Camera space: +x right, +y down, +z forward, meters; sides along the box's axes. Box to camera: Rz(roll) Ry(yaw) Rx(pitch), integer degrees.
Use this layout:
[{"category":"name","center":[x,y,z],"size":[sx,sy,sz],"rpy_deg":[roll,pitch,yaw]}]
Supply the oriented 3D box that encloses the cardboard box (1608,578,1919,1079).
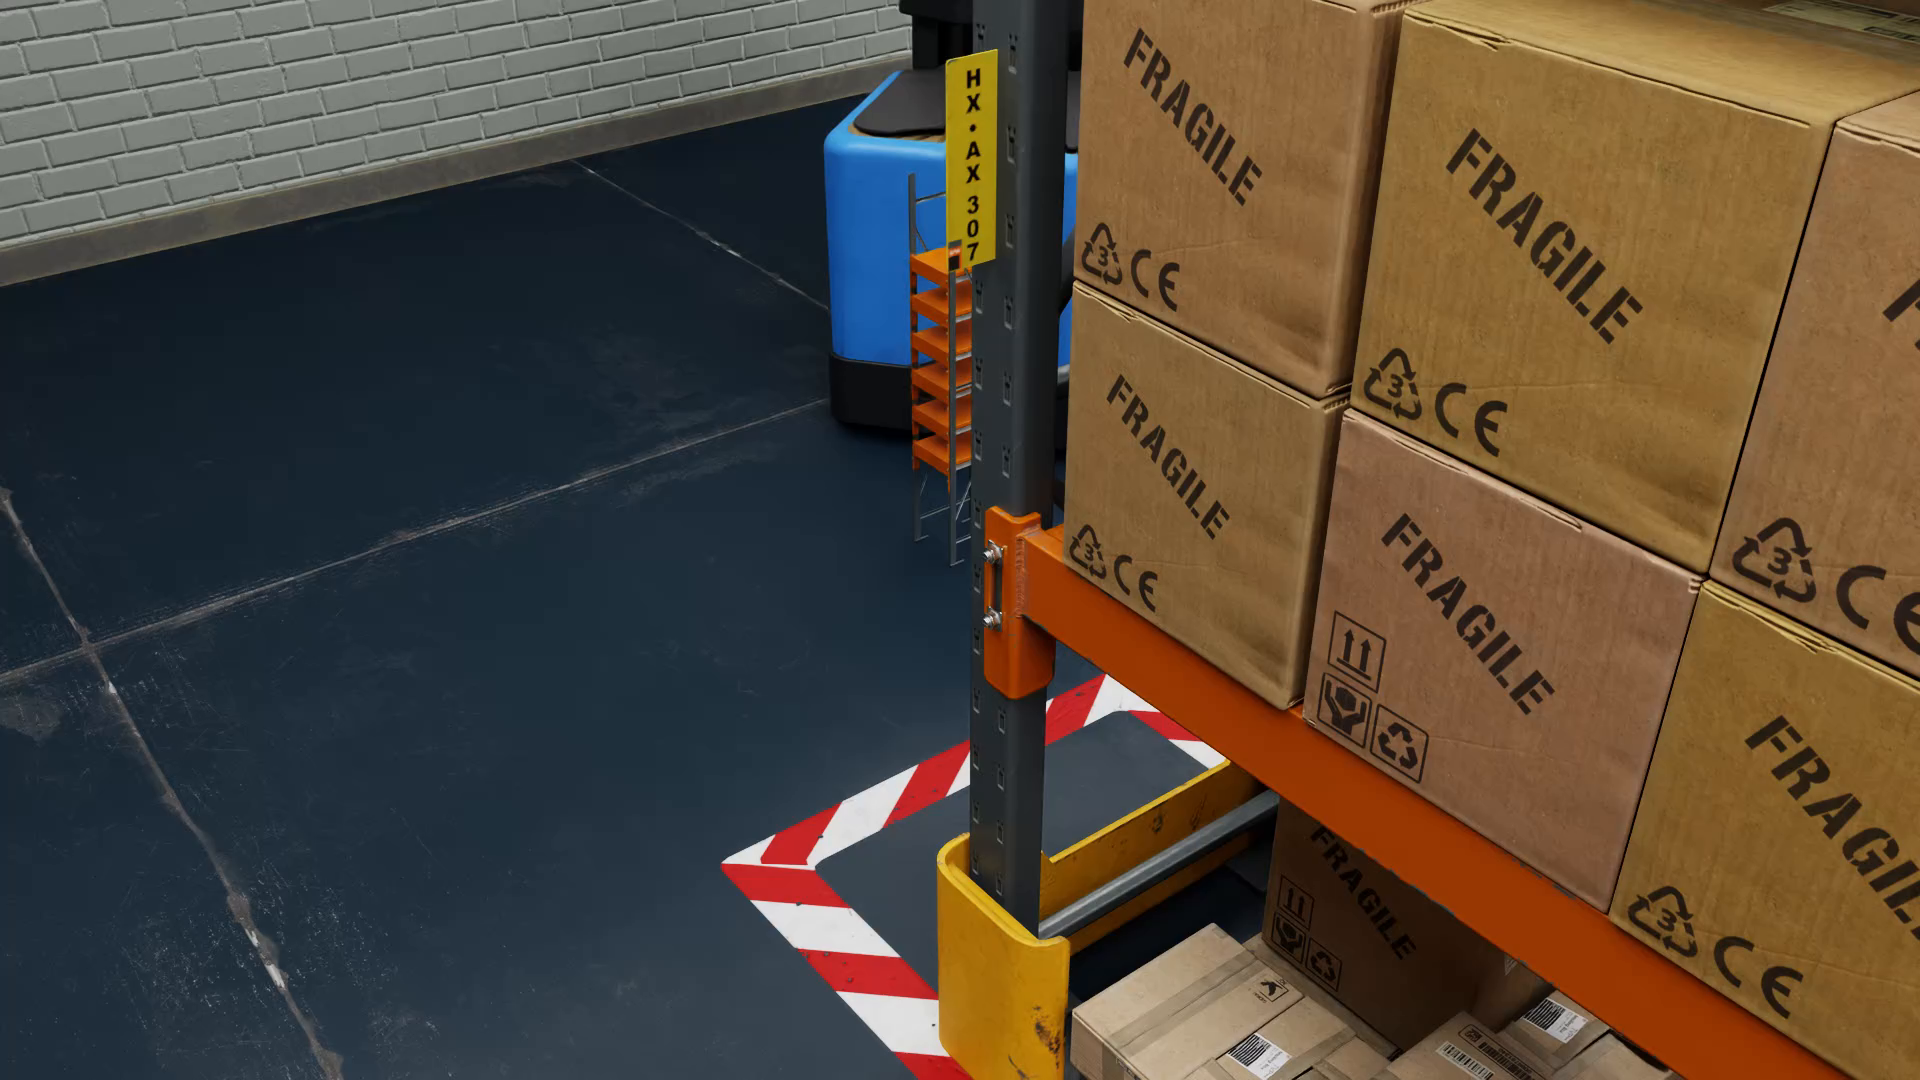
[{"category":"cardboard box","center":[1.138,0.278,1.865],"size":[0.500,0.500,0.500],"rpy_deg":[-22,38,-32]}]

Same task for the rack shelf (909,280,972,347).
[{"category":"rack shelf","center":[0.009,-0.670,4.821],"size":[0.258,0.103,0.180],"rpy_deg":[-22,38,-31]}]

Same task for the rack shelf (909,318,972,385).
[{"category":"rack shelf","center":[0.009,-0.568,4.884],"size":[0.258,0.103,0.180],"rpy_deg":[-22,38,-31]}]

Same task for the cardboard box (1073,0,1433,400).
[{"category":"cardboard box","center":[0.512,-0.571,2.283],"size":[0.500,0.500,0.500],"rpy_deg":[-21,38,-30]}]

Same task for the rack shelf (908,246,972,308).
[{"category":"rack shelf","center":[0.009,-0.772,4.757],"size":[0.258,0.103,0.180],"rpy_deg":[-22,38,-31]}]

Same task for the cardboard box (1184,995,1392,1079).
[{"category":"cardboard box","center":[0.587,1.033,3.012],"size":[0.380,0.166,0.250],"rpy_deg":[-22,38,-31]}]

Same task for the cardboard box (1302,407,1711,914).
[{"category":"cardboard box","center":[0.833,0.067,2.204],"size":[0.500,0.500,0.500],"rpy_deg":[-23,38,-32]}]

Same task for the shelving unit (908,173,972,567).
[{"category":"shelving unit","center":[0.009,-0.504,4.924],"size":[0.258,1.200,0.189],"rpy_deg":[-22,38,-31]}]

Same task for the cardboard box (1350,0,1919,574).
[{"category":"cardboard box","center":[0.839,-0.355,1.937],"size":[0.500,0.500,0.500],"rpy_deg":[-22,38,-31]}]

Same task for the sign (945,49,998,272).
[{"category":"sign","center":[0.020,-0.566,2.497],"size":[0.100,0.325,0.005],"rpy_deg":[-22,38,-31]}]

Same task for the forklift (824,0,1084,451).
[{"category":"forklift","center":[0.422,-2.302,6.178],"size":[1.130,2.935,3.031],"rpy_deg":[8,33,13]}]

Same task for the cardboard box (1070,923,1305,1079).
[{"category":"cardboard box","center":[0.434,0.936,3.185],"size":[0.380,0.149,0.250],"rpy_deg":[-22,38,-31]}]

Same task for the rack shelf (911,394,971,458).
[{"category":"rack shelf","center":[0.009,-0.364,5.010],"size":[0.258,0.103,0.180],"rpy_deg":[-22,38,-31]}]

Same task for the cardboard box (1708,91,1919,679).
[{"category":"cardboard box","center":[1.142,-0.145,1.598],"size":[0.500,0.500,0.500],"rpy_deg":[-22,38,-31]}]

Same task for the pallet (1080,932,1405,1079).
[{"category":"pallet","center":[0.985,1.175,3.159],"size":[1.003,0.211,1.213],"rpy_deg":[-22,38,-31]}]

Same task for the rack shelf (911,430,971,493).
[{"category":"rack shelf","center":[0.009,-0.262,5.074],"size":[0.258,0.103,0.180],"rpy_deg":[-22,38,-31]}]

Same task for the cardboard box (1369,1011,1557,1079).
[{"category":"cardboard box","center":[0.865,1.134,2.770],"size":[0.500,0.250,0.500],"rpy_deg":[-22,38,-31]}]

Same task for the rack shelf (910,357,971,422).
[{"category":"rack shelf","center":[0.009,-0.466,4.947],"size":[0.258,0.103,0.180],"rpy_deg":[-22,38,-31]}]

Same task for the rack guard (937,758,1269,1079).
[{"category":"rack guard","center":[0.495,0.720,3.617],"size":[1.175,0.500,0.348],"rpy_deg":[-22,38,-31]}]

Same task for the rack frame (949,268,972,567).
[{"category":"rack frame","center":[0.065,-0.466,4.862],"size":[0.240,1.200,0.006],"rpy_deg":[-22,38,-31]}]

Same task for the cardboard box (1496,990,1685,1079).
[{"category":"cardboard box","center":[1.154,0.988,3.085],"size":[0.380,0.166,0.250],"rpy_deg":[-22,38,-31]}]

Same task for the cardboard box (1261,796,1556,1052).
[{"category":"cardboard box","center":[0.977,0.648,3.316],"size":[0.500,0.500,0.500],"rpy_deg":[-22,38,-31]}]

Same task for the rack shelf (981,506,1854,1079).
[{"category":"rack shelf","center":[1.675,0.765,1.856],"size":[1.077,0.370,4.000],"rpy_deg":[-22,38,-31]}]

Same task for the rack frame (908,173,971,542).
[{"category":"rack frame","center":[-0.047,-0.542,4.985],"size":[0.240,1.200,0.006],"rpy_deg":[-22,38,-31]}]

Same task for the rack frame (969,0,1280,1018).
[{"category":"rack frame","center":[0.449,-0.374,3.009],"size":[1.000,3.000,0.127],"rpy_deg":[-22,38,-31]}]

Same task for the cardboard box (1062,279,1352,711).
[{"category":"cardboard box","center":[0.512,-0.146,2.547],"size":[0.500,0.500,0.500],"rpy_deg":[-21,38,-30]}]
